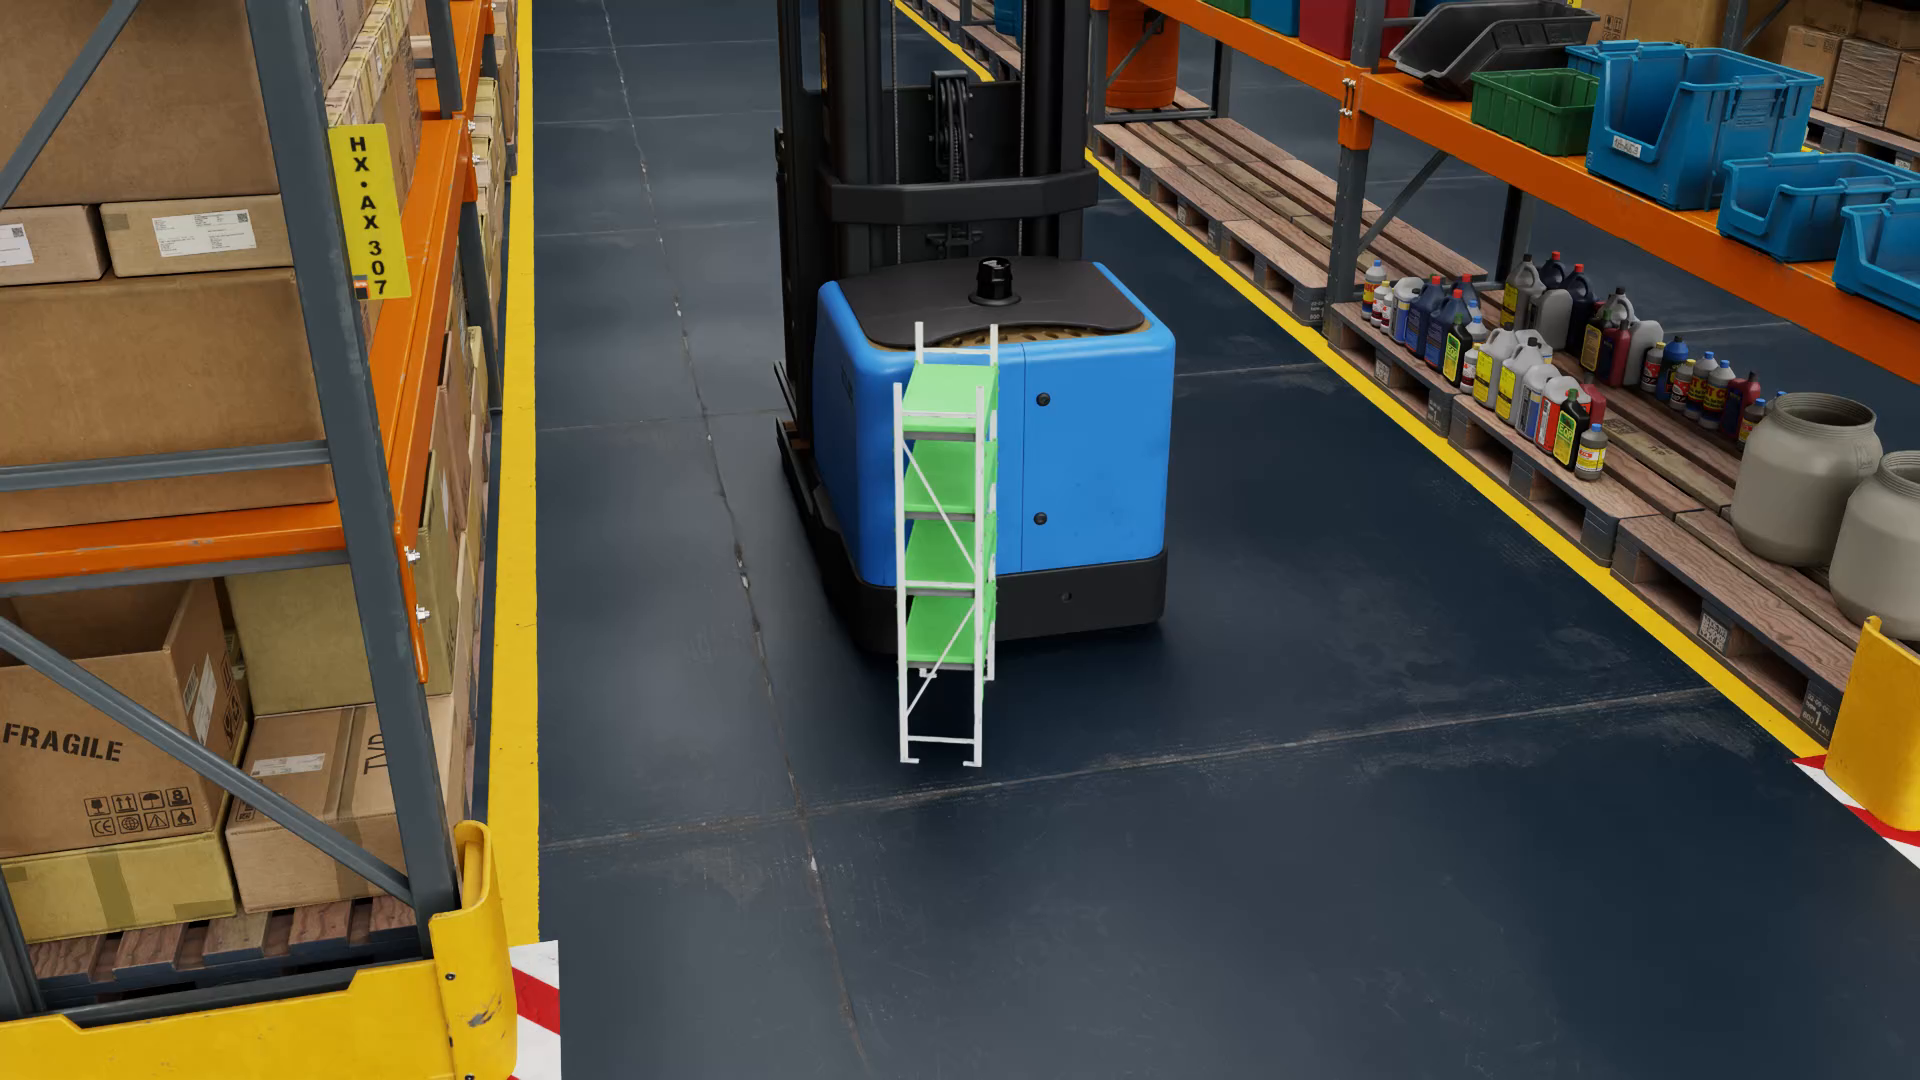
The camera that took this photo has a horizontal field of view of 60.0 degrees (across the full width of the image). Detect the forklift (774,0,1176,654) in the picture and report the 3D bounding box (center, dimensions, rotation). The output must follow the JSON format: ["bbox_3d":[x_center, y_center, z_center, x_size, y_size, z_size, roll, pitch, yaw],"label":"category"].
[{"bbox_3d":[-0.142,-1.585,6.137,1.130,2.935,3.031,-6,27,-12],"label":"forklift"}]

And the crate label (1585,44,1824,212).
[{"bbox_3d":[2.521,-1.423,5.701,0.502,0.435,0.616,-6,27,-12],"label":"crate label"}]

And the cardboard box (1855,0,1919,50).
[{"bbox_3d":[6.531,-3.534,11.376,0.500,0.250,0.500,-3,27,-6],"label":"cardboard box"}]

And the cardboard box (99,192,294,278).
[{"bbox_3d":[-1.506,-0.654,3.385,0.380,0.149,0.250,-6,27,-12],"label":"cardboard box"}]

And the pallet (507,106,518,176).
[{"bbox_3d":[-3.562,-2.724,11.413,1.003,0.211,1.213,-6,27,-12],"label":"pallet"}]

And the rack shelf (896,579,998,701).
[{"bbox_3d":[-0.033,0.289,5.020,0.258,0.148,0.480,2,27,5],"label":"rack shelf"}]

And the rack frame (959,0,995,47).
[{"bbox_3d":[0.495,-5.895,14.600,1.000,3.000,0.127,-6,27,-12],"label":"rack frame"}]

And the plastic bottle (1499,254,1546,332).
[{"bbox_3d":[2.583,-1.128,7.608,0.144,0.351,0.185,-6,27,-12],"label":"plastic bottle"}]

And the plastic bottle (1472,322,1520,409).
[{"bbox_3d":[2.214,-0.730,6.820,0.144,0.351,0.185,-6,27,-12],"label":"plastic bottle"}]

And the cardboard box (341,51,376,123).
[{"bbox_3d":[-1.798,-1.219,4.505,0.380,0.149,0.250,-6,27,-12],"label":"cardboard box"}]

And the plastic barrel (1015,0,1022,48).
[{"bbox_3d":[0.760,-4.594,13.885,0.600,0.901,0.708,-6,27,-12],"label":"plastic barrel"}]

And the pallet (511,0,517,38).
[{"bbox_3d":[-4.764,-4.987,15.895,1.003,0.211,1.213,-6,27,-12],"label":"pallet"}]

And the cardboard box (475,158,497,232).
[{"bbox_3d":[-2.605,-1.746,8.343,0.500,0.311,0.500,-7,28,-13],"label":"cardboard box"}]

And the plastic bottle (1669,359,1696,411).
[{"bbox_3d":[2.972,-0.639,6.805,0.097,0.201,0.097,0,27,0],"label":"plastic bottle"}]

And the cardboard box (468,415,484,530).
[{"bbox_3d":[-1.982,-0.221,5.945,0.500,0.250,0.500,-6,27,-12],"label":"cardboard box"}]

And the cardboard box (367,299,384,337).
[{"bbox_3d":[-1.950,-0.825,4.444,0.700,0.500,0.500,-6,27,-11],"label":"cardboard box"}]

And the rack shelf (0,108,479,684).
[{"bbox_3d":[-2.078,-0.682,5.071,1.077,0.370,4.000,-6,27,-12],"label":"rack shelf"}]

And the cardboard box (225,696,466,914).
[{"bbox_3d":[-1.532,0.657,4.205,0.500,0.250,0.500,-6,27,-12],"label":"cardboard box"}]

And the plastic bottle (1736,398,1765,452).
[{"bbox_3d":[3.071,-0.447,6.424,0.097,0.201,0.097,0,27,0],"label":"plastic bottle"}]

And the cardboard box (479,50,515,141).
[{"bbox_3d":[-3.255,-2.947,11.045,0.500,0.500,0.500,-5,27,-9],"label":"cardboard box"}]

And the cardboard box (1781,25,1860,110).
[{"bbox_3d":[6.392,-3.430,12.002,0.700,0.500,0.500,-7,28,-14],"label":"cardboard box"}]

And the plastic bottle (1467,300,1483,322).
[{"bbox_3d":[2.226,-0.913,7.270,0.097,0.271,0.097,0,27,0],"label":"plastic bottle"}]

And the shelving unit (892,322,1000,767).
[{"bbox_3d":[-0.033,0.018,4.883,0.258,1.200,0.503,2,27,5],"label":"shelving unit"}]

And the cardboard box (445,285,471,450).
[{"bbox_3d":[-1.994,-0.555,5.774,0.500,0.500,0.500,-6,27,-12],"label":"cardboard box"}]

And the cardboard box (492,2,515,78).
[{"bbox_3d":[-3.726,-3.848,12.831,0.500,0.500,0.500,-6,27,-11],"label":"cardboard box"}]

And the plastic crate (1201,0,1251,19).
[{"bbox_3d":[1.630,-3.024,9.147,0.450,0.188,0.662,-6,27,-12],"label":"plastic crate"}]

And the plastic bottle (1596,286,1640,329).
[{"bbox_3d":[2.840,-0.917,7.189,0.144,0.351,0.185,-6,27,-12],"label":"plastic bottle"}]

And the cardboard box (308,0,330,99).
[{"bbox_3d":[-1.856,-1.209,3.765,0.700,0.500,0.500,-7,28,-13],"label":"cardboard box"}]

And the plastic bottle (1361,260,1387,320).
[{"bbox_3d":[1.942,-1.177,7.792,0.097,0.271,0.097,0,27,0],"label":"plastic bottle"}]

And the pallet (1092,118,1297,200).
[{"bbox_3d":[1.533,-2.550,11.067,1.003,0.211,1.213,-6,27,-12],"label":"pallet"}]

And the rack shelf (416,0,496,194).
[{"bbox_3d":[-2.980,-2.438,8.550,1.077,0.370,4.000,-6,27,-12],"label":"rack shelf"}]

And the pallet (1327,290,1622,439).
[{"bbox_3d":[2.408,-0.839,7.677,1.003,0.211,1.213,-6,27,-12],"label":"pallet"}]

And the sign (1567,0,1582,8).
[{"bbox_3d":[2.836,-2.557,7.680,0.100,0.325,0.005,-6,27,-12],"label":"sign"}]

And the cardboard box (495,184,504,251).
[{"bbox_3d":[-2.726,-1.719,8.911,0.500,0.250,0.500,-5,27,-11],"label":"cardboard box"}]

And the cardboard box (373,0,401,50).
[{"bbox_3d":[-2.031,-1.671,5.401,0.380,0.149,0.250,-6,27,-12],"label":"cardboard box"}]

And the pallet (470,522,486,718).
[{"bbox_3d":[-2.112,0.254,5.513,1.003,0.211,1.213,-6,27,-12],"label":"pallet"}]

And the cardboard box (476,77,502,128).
[{"bbox_3d":[-3.073,-2.643,10.120,0.500,0.311,0.500,-5,27,-10],"label":"cardboard box"}]

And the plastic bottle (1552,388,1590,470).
[{"bbox_3d":[2.314,-0.422,6.283,0.061,0.283,0.133,-5,27,-10],"label":"plastic bottle"}]

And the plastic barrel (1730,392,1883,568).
[{"bbox_3d":[2.863,-0.205,5.621,0.421,0.512,0.421,0,27,0],"label":"plastic barrel"}]

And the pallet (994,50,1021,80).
[{"bbox_3d":[0.907,-3.770,13.485,1.003,0.211,1.213,-6,27,-12],"label":"pallet"}]

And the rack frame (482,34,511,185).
[{"bbox_3d":[-3.430,-3.637,10.127,1.000,3.000,0.127,-6,27,-12],"label":"rack frame"}]

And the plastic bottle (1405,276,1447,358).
[{"bbox_3d":[2.075,-1.000,7.354,0.144,0.351,0.185,-5,27,-10],"label":"plastic bottle"}]

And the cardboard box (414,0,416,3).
[{"bbox_3d":[-2.259,-2.118,6.286,0.380,0.149,0.250,-6,27,-12],"label":"cardboard box"}]

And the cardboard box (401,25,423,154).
[{"bbox_3d":[-2.423,-1.732,6.241,0.700,0.500,0.500,-7,28,-13],"label":"cardboard box"}]

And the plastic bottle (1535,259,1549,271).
[{"bbox_3d":[2.728,-1.189,7.802,0.061,0.283,0.133,-5,27,-9],"label":"plastic bottle"}]

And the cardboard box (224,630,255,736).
[{"bbox_3d":[-2.161,0.491,4.534,0.500,0.250,0.500,-6,27,-12],"label":"cardboard box"}]
